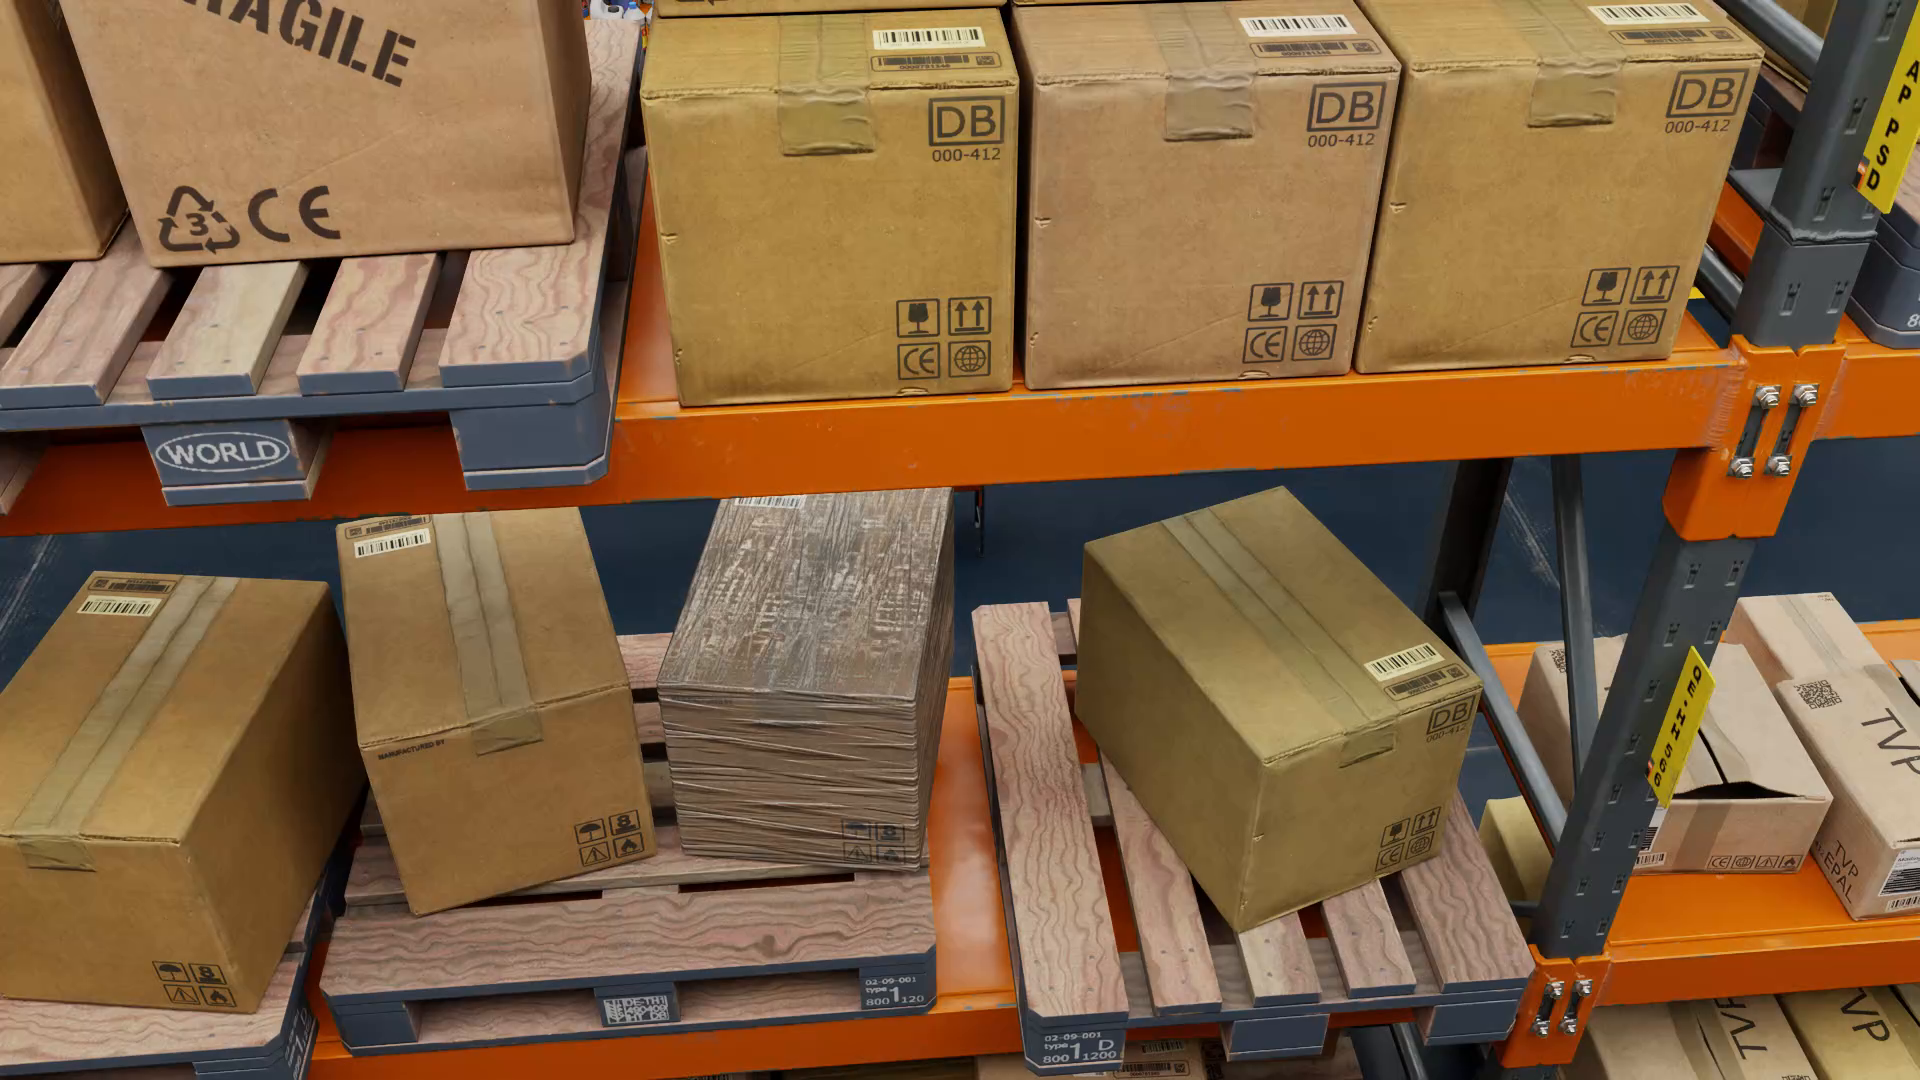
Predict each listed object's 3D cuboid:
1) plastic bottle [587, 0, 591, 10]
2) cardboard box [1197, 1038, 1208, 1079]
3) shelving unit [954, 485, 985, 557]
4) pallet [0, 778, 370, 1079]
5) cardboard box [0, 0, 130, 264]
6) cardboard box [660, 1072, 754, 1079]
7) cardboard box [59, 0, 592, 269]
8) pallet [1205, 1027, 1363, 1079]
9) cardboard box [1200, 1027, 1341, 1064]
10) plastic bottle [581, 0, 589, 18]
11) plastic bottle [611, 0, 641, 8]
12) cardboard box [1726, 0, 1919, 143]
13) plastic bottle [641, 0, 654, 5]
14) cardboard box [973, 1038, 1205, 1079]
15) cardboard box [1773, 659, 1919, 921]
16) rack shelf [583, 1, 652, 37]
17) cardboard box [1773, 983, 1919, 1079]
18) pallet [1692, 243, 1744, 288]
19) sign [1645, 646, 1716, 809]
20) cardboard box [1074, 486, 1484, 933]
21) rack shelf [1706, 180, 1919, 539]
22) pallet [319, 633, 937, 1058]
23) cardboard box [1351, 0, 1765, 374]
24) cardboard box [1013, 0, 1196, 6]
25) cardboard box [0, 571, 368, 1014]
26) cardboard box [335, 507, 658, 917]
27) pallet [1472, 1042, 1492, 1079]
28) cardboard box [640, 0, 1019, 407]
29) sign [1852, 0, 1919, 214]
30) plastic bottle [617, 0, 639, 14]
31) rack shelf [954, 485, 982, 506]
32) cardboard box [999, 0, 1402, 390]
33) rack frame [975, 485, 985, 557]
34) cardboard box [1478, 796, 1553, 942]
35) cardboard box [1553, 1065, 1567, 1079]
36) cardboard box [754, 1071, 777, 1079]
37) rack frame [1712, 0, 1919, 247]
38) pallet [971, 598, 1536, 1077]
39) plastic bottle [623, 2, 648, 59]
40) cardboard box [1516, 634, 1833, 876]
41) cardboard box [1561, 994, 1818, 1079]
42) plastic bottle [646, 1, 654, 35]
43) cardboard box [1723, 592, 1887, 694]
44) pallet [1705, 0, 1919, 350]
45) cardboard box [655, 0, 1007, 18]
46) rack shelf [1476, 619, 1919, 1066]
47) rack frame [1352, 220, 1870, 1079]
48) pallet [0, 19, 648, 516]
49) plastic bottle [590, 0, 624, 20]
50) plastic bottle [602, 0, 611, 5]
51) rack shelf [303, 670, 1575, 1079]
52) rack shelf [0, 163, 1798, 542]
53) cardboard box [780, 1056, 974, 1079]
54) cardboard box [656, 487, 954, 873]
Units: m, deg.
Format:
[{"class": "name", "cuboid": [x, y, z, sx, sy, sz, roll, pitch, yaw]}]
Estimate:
[{"class": "plastic bottle", "cuboid": [-1.807, -2.632, 7.765, 0.135, 0.276, 0.152, -3, 38, -4]}, {"class": "cardboard box", "cuboid": [0.337, 1.437, 4.170, 0.500, 0.500, 0.500, -2, 38, -2]}, {"class": "shelving unit", "cuboid": [-0.165, -0.462, 6.367, 0.503, 1.200, 0.258, -3, 38, -4]}, {"class": "pallet", "cuboid": [-1.931, 0.750, 3.532, 1.213, 0.211, 1.003, -3, 38, -4]}, {"class": "cardboard box", "cuboid": [-1.564, -0.802, 2.423, 0.600, 0.600, 0.600, -4, 38, -4]}, {"class": "cardboard box", "cuboid": [-0.737, 1.207, 3.856, 0.500, 0.250, 0.500, -4, 38, -5]}, {"class": "cardboard box", "cuboid": [-0.900, -0.826, 2.454, 0.600, 0.600, 0.600, -5, 39, -6]}, {"class": "pallet", "cuboid": [0.501, 1.545, 4.622, 1.213, 0.211, 1.003, -3, 38, -4]}, {"class": "cardboard box", "cuboid": [0.769, 1.089, 4.611, 0.500, 0.500, 0.500, -2, 38, -2]}, {"class": "plastic bottle", "cuboid": [-1.778, -2.554, 7.670, 0.097, 0.271, 0.097, 0, 38, 0]}, {"class": "plastic bottle", "cuboid": [-1.576, -2.645, 7.781, 0.135, 0.276, 0.152, -3, 38, -4]}, {"class": "cardboard box", "cuboid": [1.695, -0.911, 2.844, 0.500, 0.250, 0.500, -6, 39, -7]}, {"class": "plastic bottle", "cuboid": [-1.463, -2.639, 7.833, 0.097, 0.201, 0.097, 0, 38, 0]}, {"class": "cardboard box", "cuboid": [0.281, 1.148, 3.931, 0.500, 0.250, 0.500, -2, 38, -2]}, {"class": "cardboard box", "cuboid": [2.156, 0.538, 3.719, 0.500, 0.311, 0.500, -4, 38, -5]}, {"class": "rack shelf", "cuboid": [-1.179, -2.232, 7.738, 4.000, 0.370, 1.077, -3, 38, -4]}, {"class": "cardboard box", "cuboid": [2.318, 1.245, 4.179, 0.500, 0.311, 0.500, -4, 38, -5]}, {"class": "pallet", "cuboid": [4.018, -1.682, 8.711, 1.213, 0.211, 1.003, -3, 38, -4]}, {"class": "sign", "cuboid": [1.305, 0.343, 3.023, 0.005, 0.325, 0.100, -3, 38, -4]}, {"class": "cardboard box", "cuboid": [0.631, 0.332, 3.488, 0.500, 0.500, 0.700, -16, 41, -19]}, {"class": "rack shelf", "cuboid": [3.240, -0.573, 3.213, 4.000, 0.370, 1.077, -3, 38, -4]}, {"class": "pallet", "cuboid": [-0.689, 0.617, 3.701, 1.213, 0.211, 1.003, -3, 38, -4]}, {"class": "cardboard box", "cuboid": [0.816, -0.740, 2.764, 0.500, 0.500, 0.910, -3, 38, -4]}, {"class": "cardboard box", "cuboid": [0.305, -1.129, 2.450, 0.500, 0.500, 0.500, -3, 38, -4]}, {"class": "cardboard box", "cuboid": [-1.565, 0.483, 3.297, 0.500, 0.500, 0.700, 3, 38, 3]}, {"class": "cardboard box", "cuboid": [-0.982, 0.312, 3.513, 0.500, 0.500, 0.700, -13, 40, -15]}, {"class": "pallet", "cuboid": [2.071, 1.506, 4.671, 1.213, 0.211, 1.003, -3, 38, -4]}, {"class": "cardboard box", "cuboid": [-0.210, -0.683, 2.692, 0.500, 0.500, 0.910, -3, 38, -4]}, {"class": "sign", "cuboid": [1.294, -0.613, 2.267, 0.005, 0.325, 0.100, -3, 38, -4]}, {"class": "plastic bottle", "cuboid": [-1.547, -2.567, 7.686, 0.097, 0.271, 0.097, 0, 38, 0]}, {"class": "rack shelf", "cuboid": [-0.165, -0.253, 6.531, 0.480, 0.148, 0.258, -3, 38, -4]}, {"class": "cardboard box", "cuboid": [0.308, -0.712, 2.728, 0.500, 0.500, 0.910, -3, 38, -4]}, {"class": "rack frame", "cuboid": [0.078, -0.475, 6.384, 0.015, 1.200, 0.240, -3, 38, -4]}, {"class": "cardboard box", "cuboid": [1.748, 0.946, 4.558, 0.500, 0.311, 0.500, -2, 38, -3]}, {"class": "cardboard box", "cuboid": [1.796, 1.499, 4.309, 0.500, 0.250, 0.500, -3, 38, -4]}, {"class": "cardboard box", "cuboid": [-0.701, 1.498, 4.093, 0.500, 0.500, 0.500, -5, 38, -6]}, {"class": "rack frame", "cuboid": [1.248, -1.923, 1.922, 0.127, 3.000, 1.000, -3, 38, -4]}, {"class": "pallet", "cuboid": [0.579, 0.588, 3.738, 1.003, 0.211, 1.213, -3, 38, -4]}, {"class": "plastic bottle", "cuboid": [-1.405, -2.198, 7.217, 0.097, 0.271, 0.097, 0, 38, 0]}, {"class": "cardboard box", "cuboid": [1.614, 0.474, 3.799, 0.500, 0.311, 0.500, -1, 38, -1]}, {"class": "cardboard box", "cuboid": [1.796, 1.279, 4.135, 0.500, 0.311, 0.500, -2, 38, -2]}, {"class": "plastic bottle", "cuboid": [-1.308, -2.203, 7.224, 0.097, 0.271, 0.097, 0, 38, 0]}, {"class": "cardboard box", "cuboid": [2.119, 0.311, 4.137, 0.250, 0.149, 0.380, -3, 38, -4]}, {"class": "pallet", "cuboid": [1.916, -0.764, 3.027, 1.003, 0.211, 1.213, -1, 38, -2]}, {"class": "cardboard box", "cuboid": [-0.203, -1.101, 2.415, 0.500, 0.500, 0.500, -3, 38, -4]}, {"class": "rack shelf", "cuboid": [3.240, 0.605, 4.143, 4.000, 0.370, 1.077, -3, 38, -4]}, {"class": "rack frame", "cuboid": [1.248, 0.432, 3.781, 0.127, 3.000, 1.000, -3, 38, -4]}, {"class": "pallet", "cuboid": [-1.048, -0.503, 2.697, 1.003, 0.211, 1.213, -3, 38, -4]}, {"class": "plastic bottle", "cuboid": [-1.523, -2.210, 7.229, 0.135, 0.276, 0.152, -3, 38, -4]}, {"class": "plastic bottle", "cuboid": [-1.694, -2.626, 7.817, 0.097, 0.201, 0.097, 0, 38, 0]}, {"class": "rack shelf", "cuboid": [-0.744, 0.824, 3.864, 4.000, 0.370, 1.077, -3, 38, -4]}, {"class": "rack shelf", "cuboid": [-0.744, -0.353, 2.935, 4.000, 0.370, 1.077, -3, 38, -4]}, {"class": "cardboard box", "cuboid": [-0.178, 1.465, 4.134, 0.500, 0.500, 0.500, -4, 38, -6]}, {"class": "cardboard box", "cuboid": [-0.297, 0.264, 3.573, 0.500, 0.500, 0.700, 4, 38, 5]}]
